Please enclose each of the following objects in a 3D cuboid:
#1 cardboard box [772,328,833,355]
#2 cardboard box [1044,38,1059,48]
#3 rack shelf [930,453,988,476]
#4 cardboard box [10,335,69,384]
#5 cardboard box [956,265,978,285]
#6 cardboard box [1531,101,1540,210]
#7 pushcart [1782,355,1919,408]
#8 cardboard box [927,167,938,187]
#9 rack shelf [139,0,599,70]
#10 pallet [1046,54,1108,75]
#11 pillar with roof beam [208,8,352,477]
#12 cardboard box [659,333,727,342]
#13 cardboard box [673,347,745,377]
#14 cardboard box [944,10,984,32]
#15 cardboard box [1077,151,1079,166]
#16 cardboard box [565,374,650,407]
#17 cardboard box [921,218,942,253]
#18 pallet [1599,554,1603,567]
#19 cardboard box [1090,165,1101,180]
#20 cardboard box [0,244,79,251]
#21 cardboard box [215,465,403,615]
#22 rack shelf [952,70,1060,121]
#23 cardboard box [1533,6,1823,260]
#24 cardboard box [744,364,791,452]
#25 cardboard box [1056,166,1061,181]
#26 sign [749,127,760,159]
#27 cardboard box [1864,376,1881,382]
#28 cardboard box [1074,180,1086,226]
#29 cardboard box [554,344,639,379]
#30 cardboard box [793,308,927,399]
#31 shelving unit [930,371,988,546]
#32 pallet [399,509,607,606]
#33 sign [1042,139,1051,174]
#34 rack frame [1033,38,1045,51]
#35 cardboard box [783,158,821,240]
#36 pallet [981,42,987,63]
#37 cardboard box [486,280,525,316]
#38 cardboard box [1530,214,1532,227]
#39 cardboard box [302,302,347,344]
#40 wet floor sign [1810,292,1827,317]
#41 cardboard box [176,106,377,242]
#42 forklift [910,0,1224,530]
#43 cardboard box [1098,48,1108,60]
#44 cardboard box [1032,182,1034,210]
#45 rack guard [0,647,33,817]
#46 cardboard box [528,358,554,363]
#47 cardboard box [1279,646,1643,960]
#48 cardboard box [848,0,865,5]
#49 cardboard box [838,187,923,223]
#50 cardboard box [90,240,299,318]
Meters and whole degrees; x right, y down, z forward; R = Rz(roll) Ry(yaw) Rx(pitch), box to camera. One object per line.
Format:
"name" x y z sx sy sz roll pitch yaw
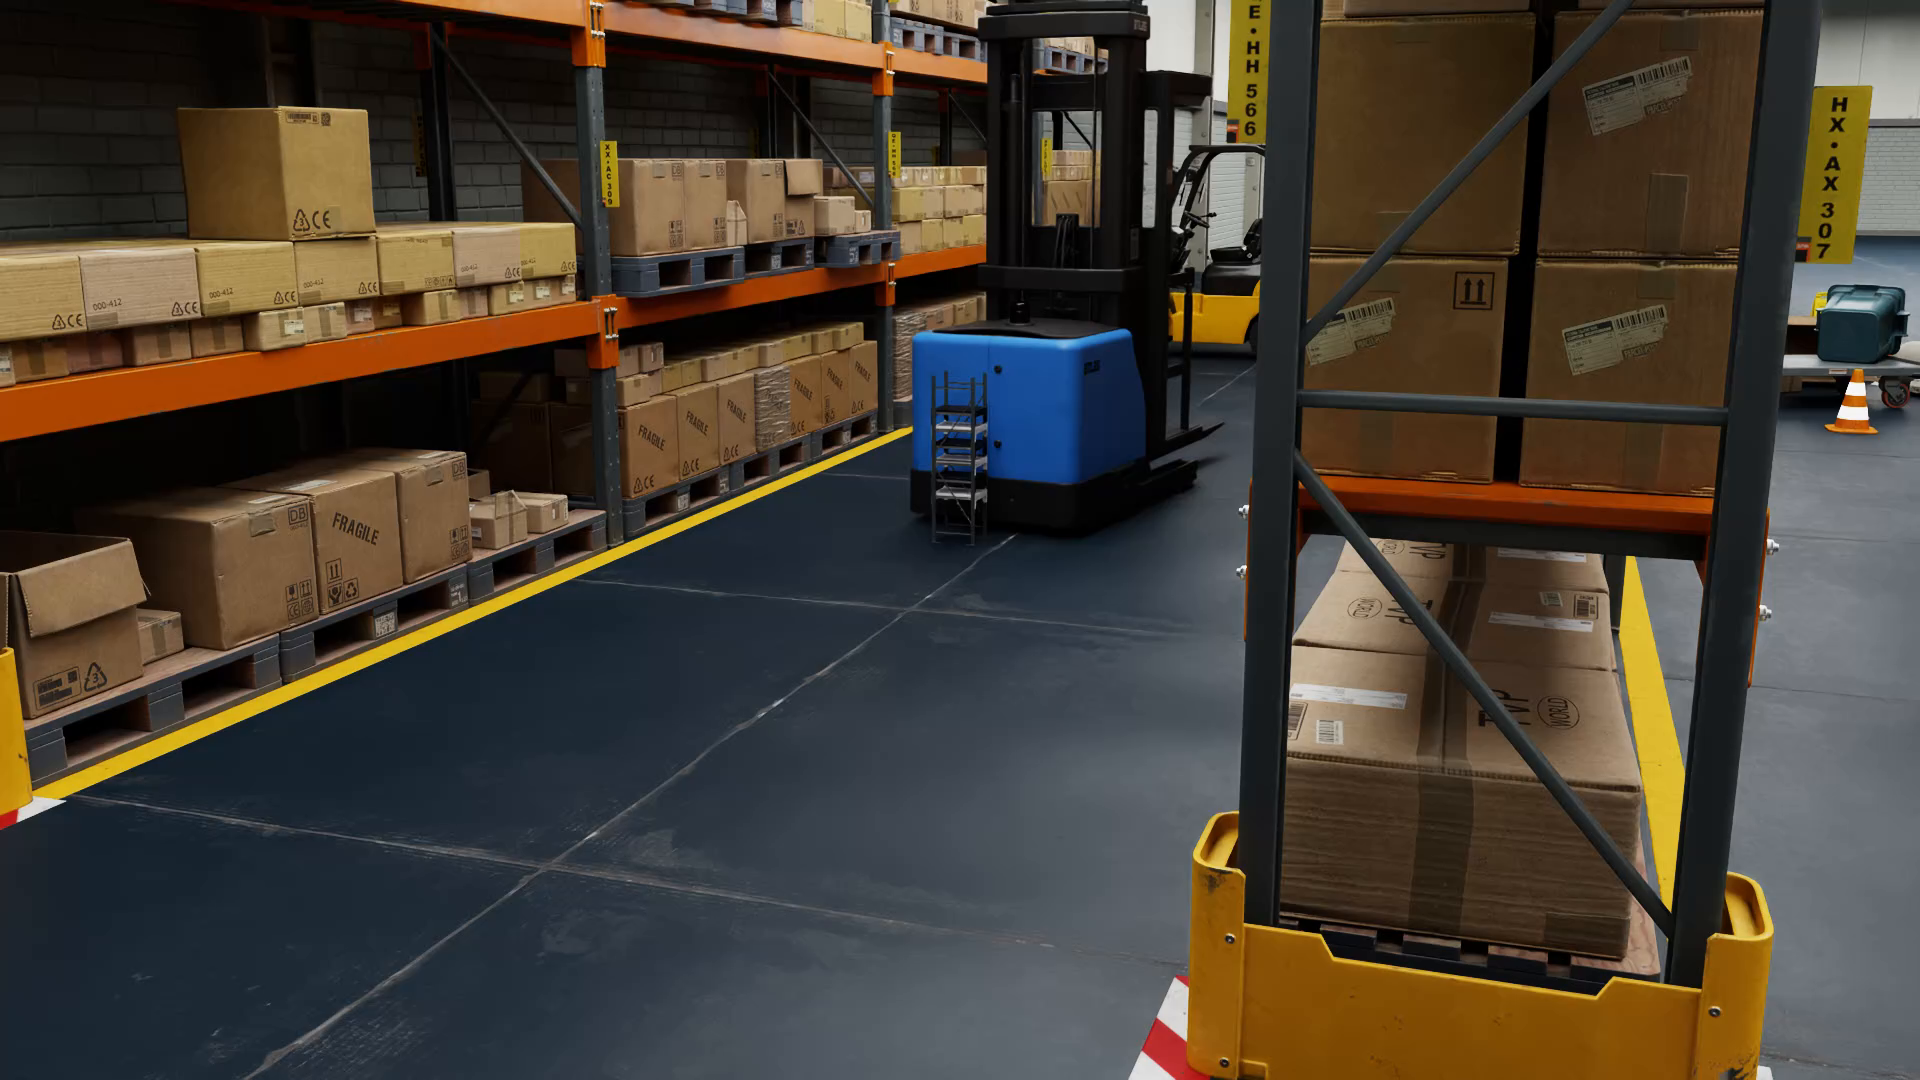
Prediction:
"cardboard box" -1.101 -1.374 11.483 0.380 0.149 0.250 4 13 17
"cardboard box" 0.732 -4.814 15.994 0.380 0.149 0.250 5 14 20
"rack shelf" -0.003 -0.405 8.888 0.258 0.077 0.200 4 14 18
"cardboard box" -3.178 -0.605 5.464 0.380 0.149 0.250 5 14 20
"cardboard box" 0.276 -2.617 16.703 0.500 0.250 0.500 5 14 20
"cardboard box" 2.026 -1.560 6.612 0.500 0.500 0.500 4 14 19
"pushcart" 7.171 -1.359 14.096 1.648 0.377 0.936 0 13 -1
"cardboard box" -0.396 -2.885 13.204 0.380 0.149 0.250 5 14 19
"rack shelf" -2.936 -2.154 6.561 1.077 0.370 4.000 4 14 18
"pallet" 0.948 -5.005 17.632 1.003 0.211 1.213 4 14 18
"pillar with roof beam" 0.707 -3.997 6.276 9.100 9.000 0.400 4 14 18
"cardboard box" -1.789 -1.300 11.157 0.380 0.149 0.250 4 13 17
"cardboard box" -1.558 -1.102 10.290 0.380 0.149 0.250 5 14 20
"cardboard box" -0.018 -4.326 13.854 0.380 0.149 0.250 4 14 18
"cardboard box" 1.025 -3.981 17.337 0.380 0.149 0.250 4 14 18
"cardboard box" -1.921 -0.822 9.066 0.380 0.149 0.250 5 14 21
"cardboard box" -0.452 -2.414 13.161 0.500 0.250 0.500 4 13 17
"pallet" 2.587 0.085 8.143 1.003 0.211 1.213 4 14 18
"cardboard box" 1.355 -3.990 18.047 0.380 0.149 0.250 4 14 19
"cardboard box" -3.517 -0.918 5.937 0.500 0.250 0.500 4 14 19
"cardboard box" -2.716 -0.011 6.968 0.500 0.500 0.500 5 14 19
"rack shelf" 0.947 -4.681 17.631 1.077 0.370 4.000 4 14 18
"cardboard box" 1.540 -0.882 3.638 0.500 0.500 0.500 4 13 17
"cardboard box" -1.417 -0.862 10.696 0.500 0.500 0.500 4 13 16
"cardboard box" 0.792 -3.673 16.656 0.380 0.149 0.250 4 14 18
"sign" -1.521 -2.910 12.393 0.100 0.325 0.005 4 14 18
"cardboard box" 8.527 -1.618 15.480 0.396 0.266 0.258 7 15 28
"cardboard box" 1.006 -3.489 17.309 0.500 0.500 0.500 4 14 18
"cardboard box" -1.978 -0.972 9.052 0.380 0.149 0.250 4 13 17
"cardboard box" -0.780 -1.483 13.138 0.875 0.625 0.625 5 14 20
"shelving unit" -0.003 -0.437 8.880 0.258 0.900 0.210 4 14 18
"pallet" -2.512 0.040 8.337 1.003 0.211 1.213 4 14 18
"sign" 0.816 -3.637 15.757 0.100 0.325 0.005 4 14 18
"rack frame" 0.300 -6.073 15.372 1.000 3.000 0.127 4 14 18
"cardboard box" -1.348 -2.204 10.727 0.797 0.503 0.637 4 13 17
"pallet" 0.027 -4.331 14.909 0.805 0.209 1.217 4 13 16
"cardboard box" -2.278 -1.143 7.819 0.380 0.149 0.250 5 14 20
"cardboard box" 2.340 -0.931 6.101 0.500 0.500 0.500 4 13 17
"cardboard box" -2.687 -0.873 6.636 0.380 0.149 0.250 5 14 20
"wet floor sign" 9.144 -2.299 17.612 0.267 0.644 0.232 2 13 9
"cardboard box" -2.696 -1.451 6.587 0.500 0.500 0.500 5 14 20
"forklift" 0.845 -1.768 10.145 1.130 2.935 3.031 7 14 27
"cardboard box" 1.255 -5.436 17.928 0.700 0.500 0.500 4 14 19
"cardboard box" 0.383 -3.197 15.467 0.500 0.250 0.500 4 13 17
"rack guard" -3.558 0.581 5.318 1.175 0.500 0.348 4 14 18
"cardboard box" -2.292 -0.972 9.721 0.380 0.149 0.250 5 14 19
"cardboard box" 1.234 0.633 4.286 0.875 0.438 0.875 4 13 16
"cardboard box" -0.881 -3.798 11.585 0.380 0.149 0.250 5 14 20
"cardboard box" -0.596 -2.551 12.635 0.500 0.250 0.500 4 14 18
"cardboard box" -2.857 -0.983 6.221 0.500 0.250 0.500 4 13 17
